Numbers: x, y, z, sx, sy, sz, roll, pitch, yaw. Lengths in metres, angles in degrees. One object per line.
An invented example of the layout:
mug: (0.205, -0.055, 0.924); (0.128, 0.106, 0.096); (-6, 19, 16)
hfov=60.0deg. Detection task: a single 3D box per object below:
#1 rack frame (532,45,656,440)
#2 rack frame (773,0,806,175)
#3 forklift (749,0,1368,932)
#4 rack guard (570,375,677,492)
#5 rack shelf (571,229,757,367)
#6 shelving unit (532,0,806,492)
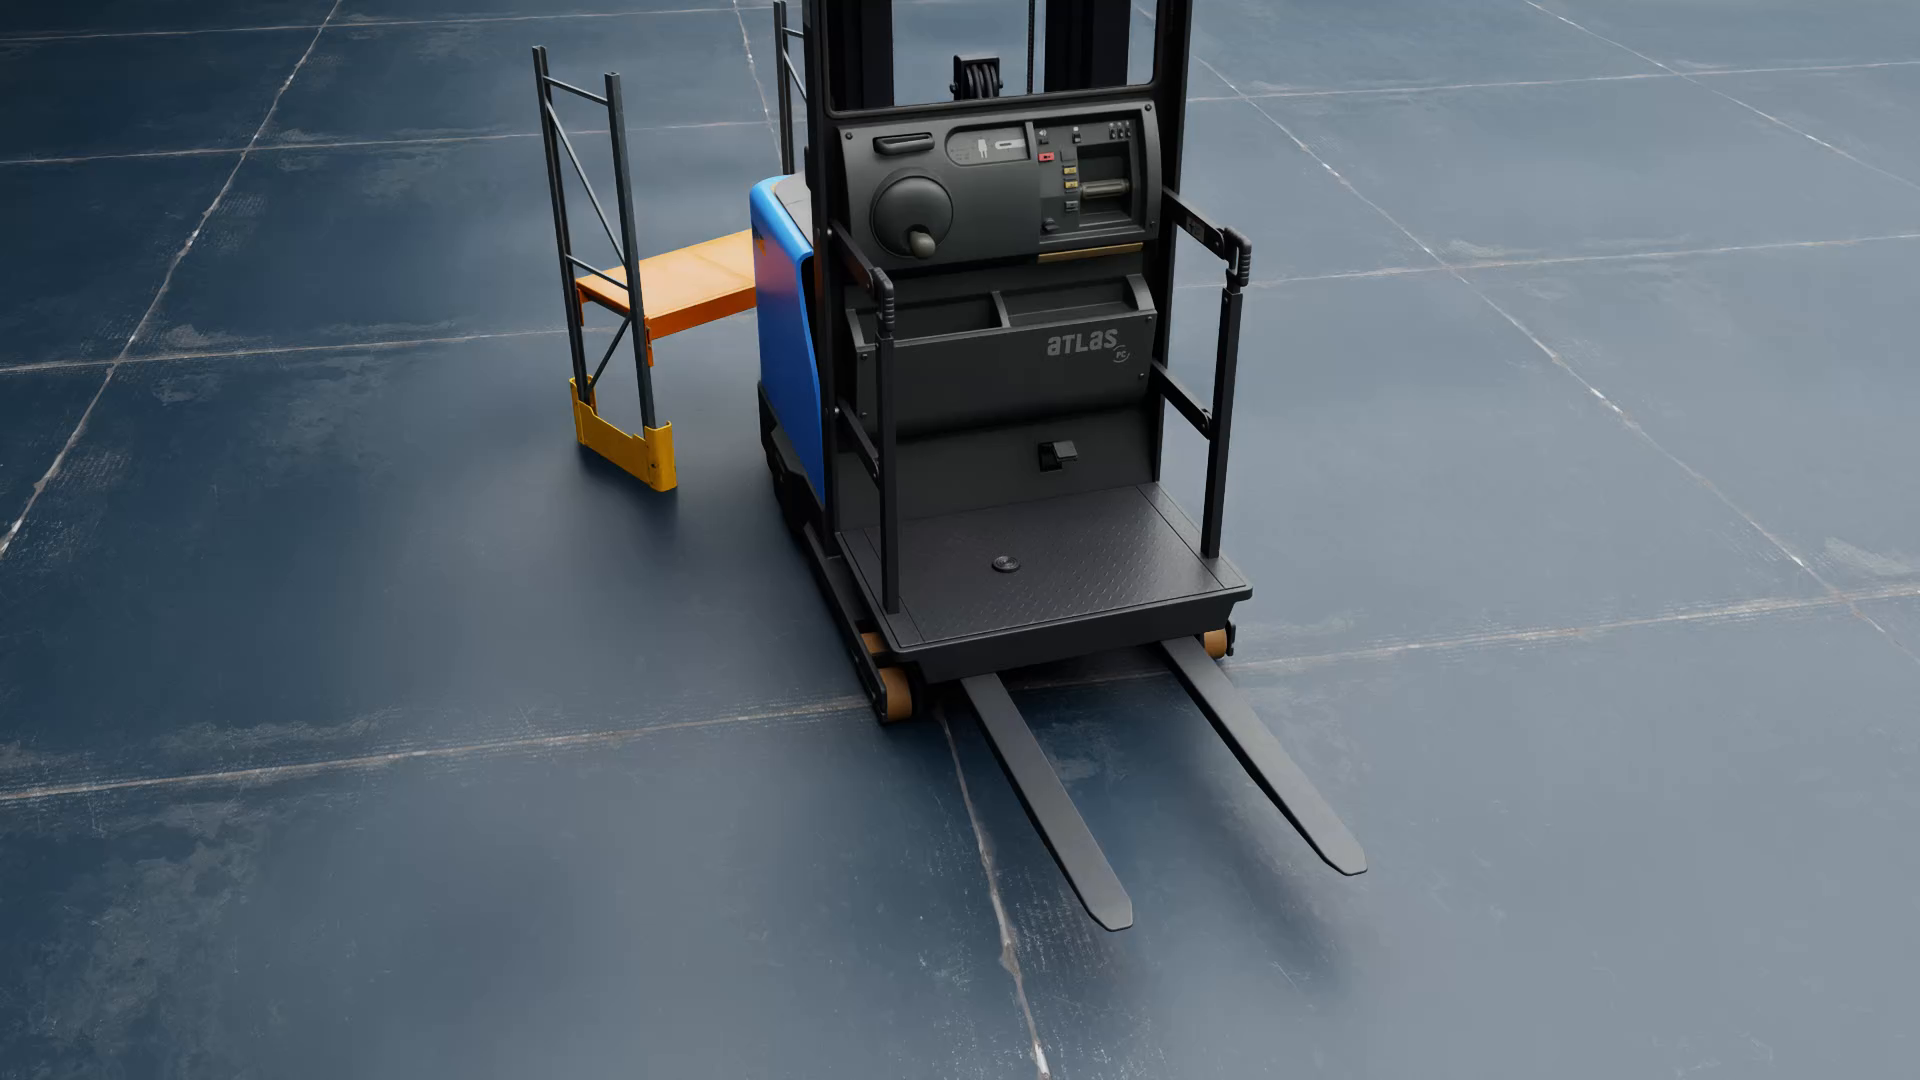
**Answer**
rack frame: (-1.270, -0.935, 5.859); (0.032, 1.500, 0.500); (-25, 38, -36)
rack frame: (-0.520, -1.282, 6.451); (0.032, 1.500, 0.500); (-25, 38, -36)
forklift: (0.193, -0.961, 4.493); (1.130, 2.935, 3.031); (-9, 32, -15)
rack guard: (-1.255, -0.402, 6.187); (0.087, 0.250, 0.587); (-25, 38, -36)
rack shelf: (-0.895, -0.953, 6.246); (1.000, 0.185, 0.538); (-25, 38, -36)
shelving unit: (-0.888, -1.112, 6.160); (1.083, 1.500, 0.587); (-25, 38, -36)
